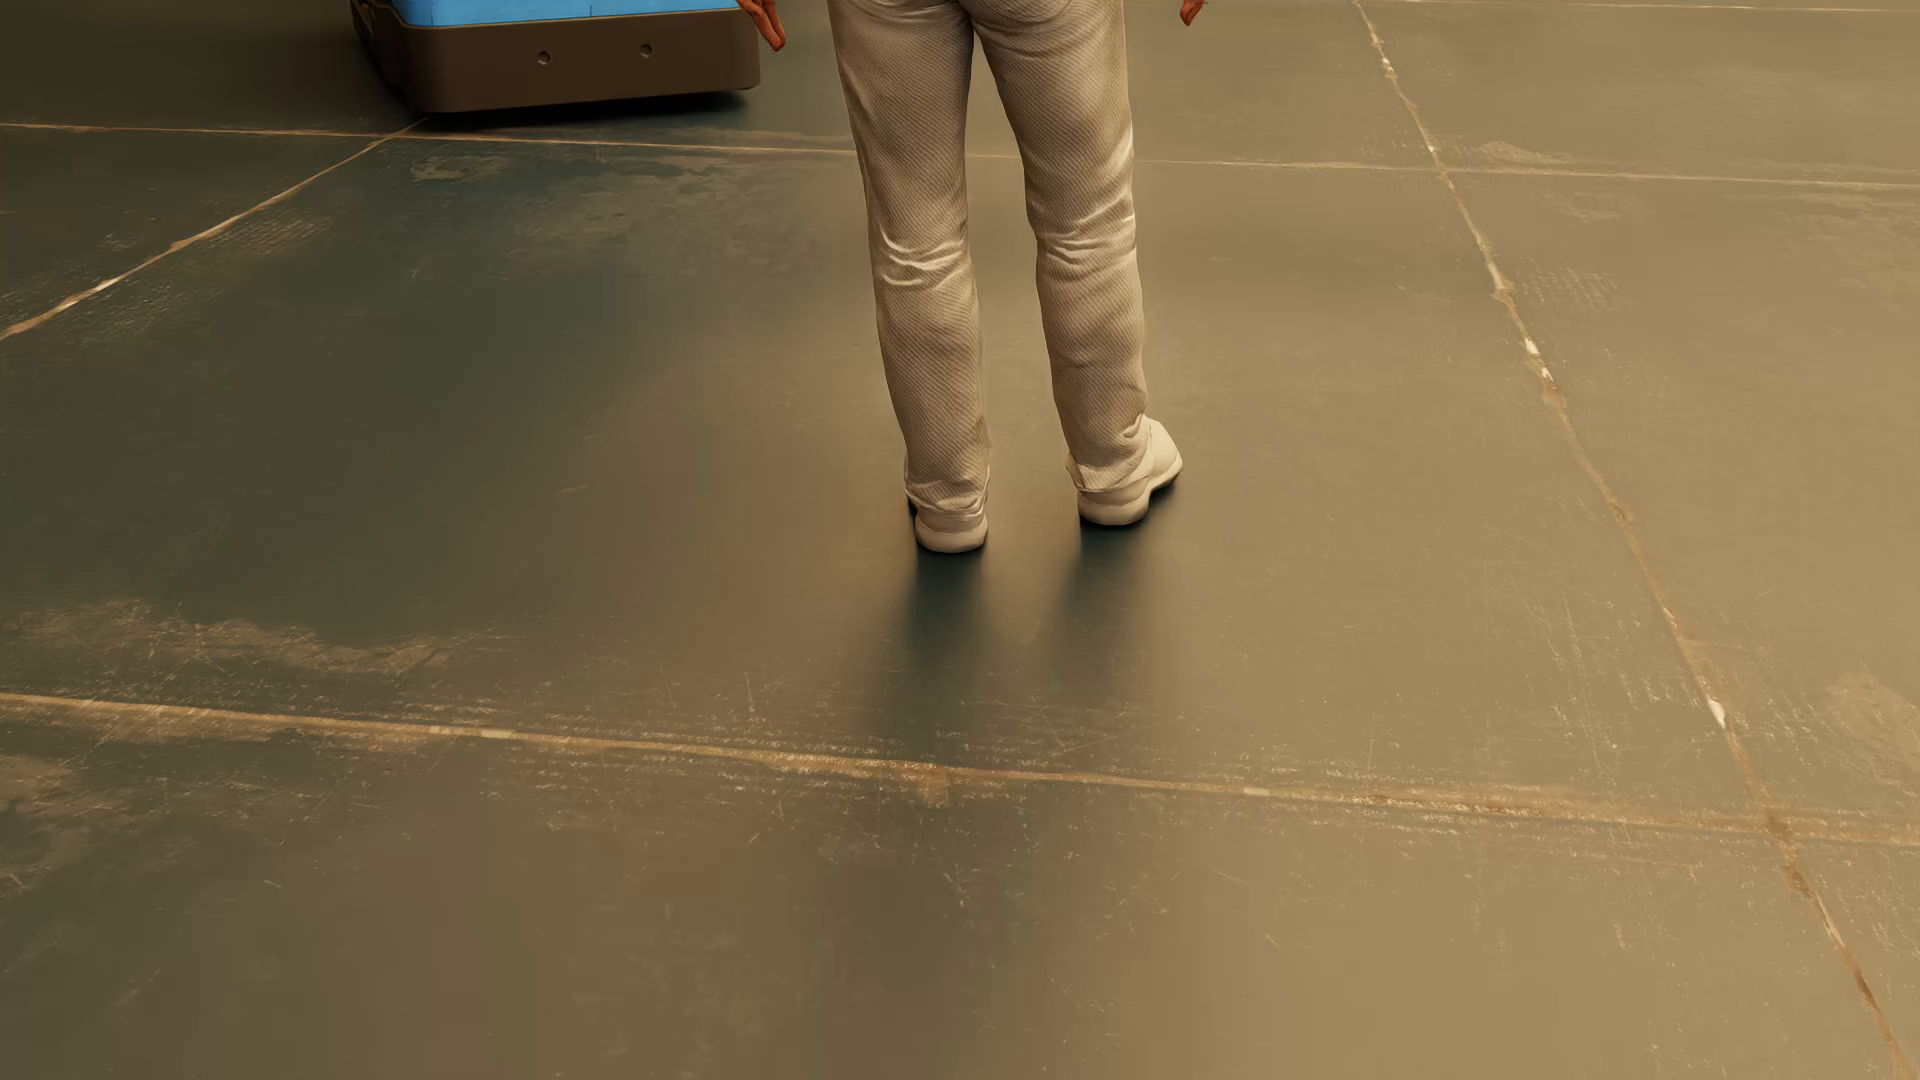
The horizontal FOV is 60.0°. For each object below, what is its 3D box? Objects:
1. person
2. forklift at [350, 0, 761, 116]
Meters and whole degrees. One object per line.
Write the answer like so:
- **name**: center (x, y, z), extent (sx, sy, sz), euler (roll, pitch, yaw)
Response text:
- **person**: center (0.014, -0.827, 2.164), extent (0.666, 1.768, 0.575), euler (3, 27, 7)
- **forklift**: center (-1.657, -3.182, 5.596), extent (1.130, 2.935, 3.031), euler (-11, 28, -20)
